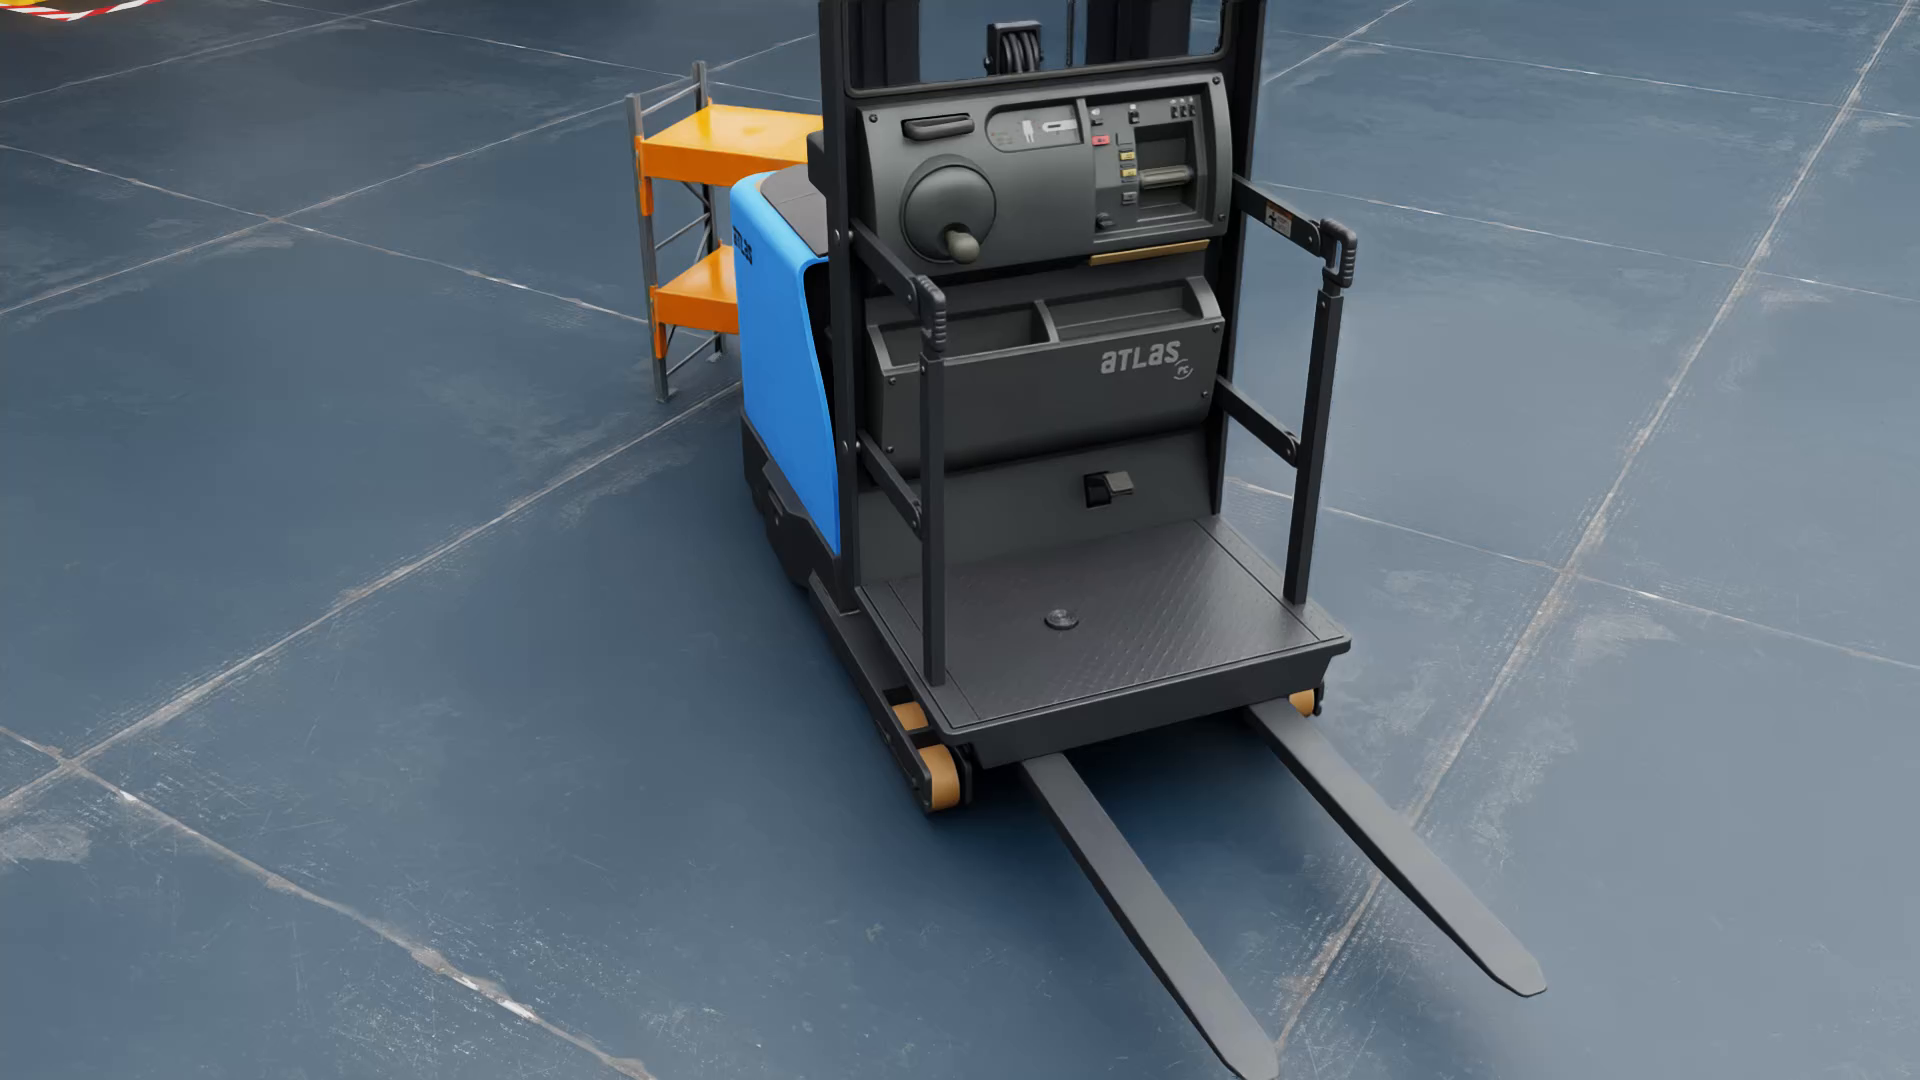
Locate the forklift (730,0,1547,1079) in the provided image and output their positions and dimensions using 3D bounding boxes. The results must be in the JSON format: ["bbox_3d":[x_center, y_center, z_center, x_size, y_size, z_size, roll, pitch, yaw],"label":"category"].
[{"bbox_3d":[0.301,-0.836,3.774,1.130,2.935,3.031,-11,32,-18],"label":"forklift"}]

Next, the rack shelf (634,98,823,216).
[{"bbox_3d":[-0.541,-1.274,5.736,1.000,0.278,0.538,11,32,18],"label":"rack shelf"}]

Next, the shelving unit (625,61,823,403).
[{"bbox_3d":[-0.541,-1.021,5.884,1.048,1.125,0.538,11,32,18],"label":"shelving unit"}]

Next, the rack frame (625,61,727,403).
[{"bbox_3d":[-1.017,-1.112,6.040,0.032,1.125,0.500,11,32,18],"label":"rack frame"}]

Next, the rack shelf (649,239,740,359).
[{"bbox_3d":[-0.541,-0.810,6.007,1.000,0.278,0.538,11,32,18],"label":"rack shelf"}]

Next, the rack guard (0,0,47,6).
[{"bbox_3d":[-6.438,-4.251,12.040,0.348,0.500,1.175,18,35,27],"label":"rack guard"}]
